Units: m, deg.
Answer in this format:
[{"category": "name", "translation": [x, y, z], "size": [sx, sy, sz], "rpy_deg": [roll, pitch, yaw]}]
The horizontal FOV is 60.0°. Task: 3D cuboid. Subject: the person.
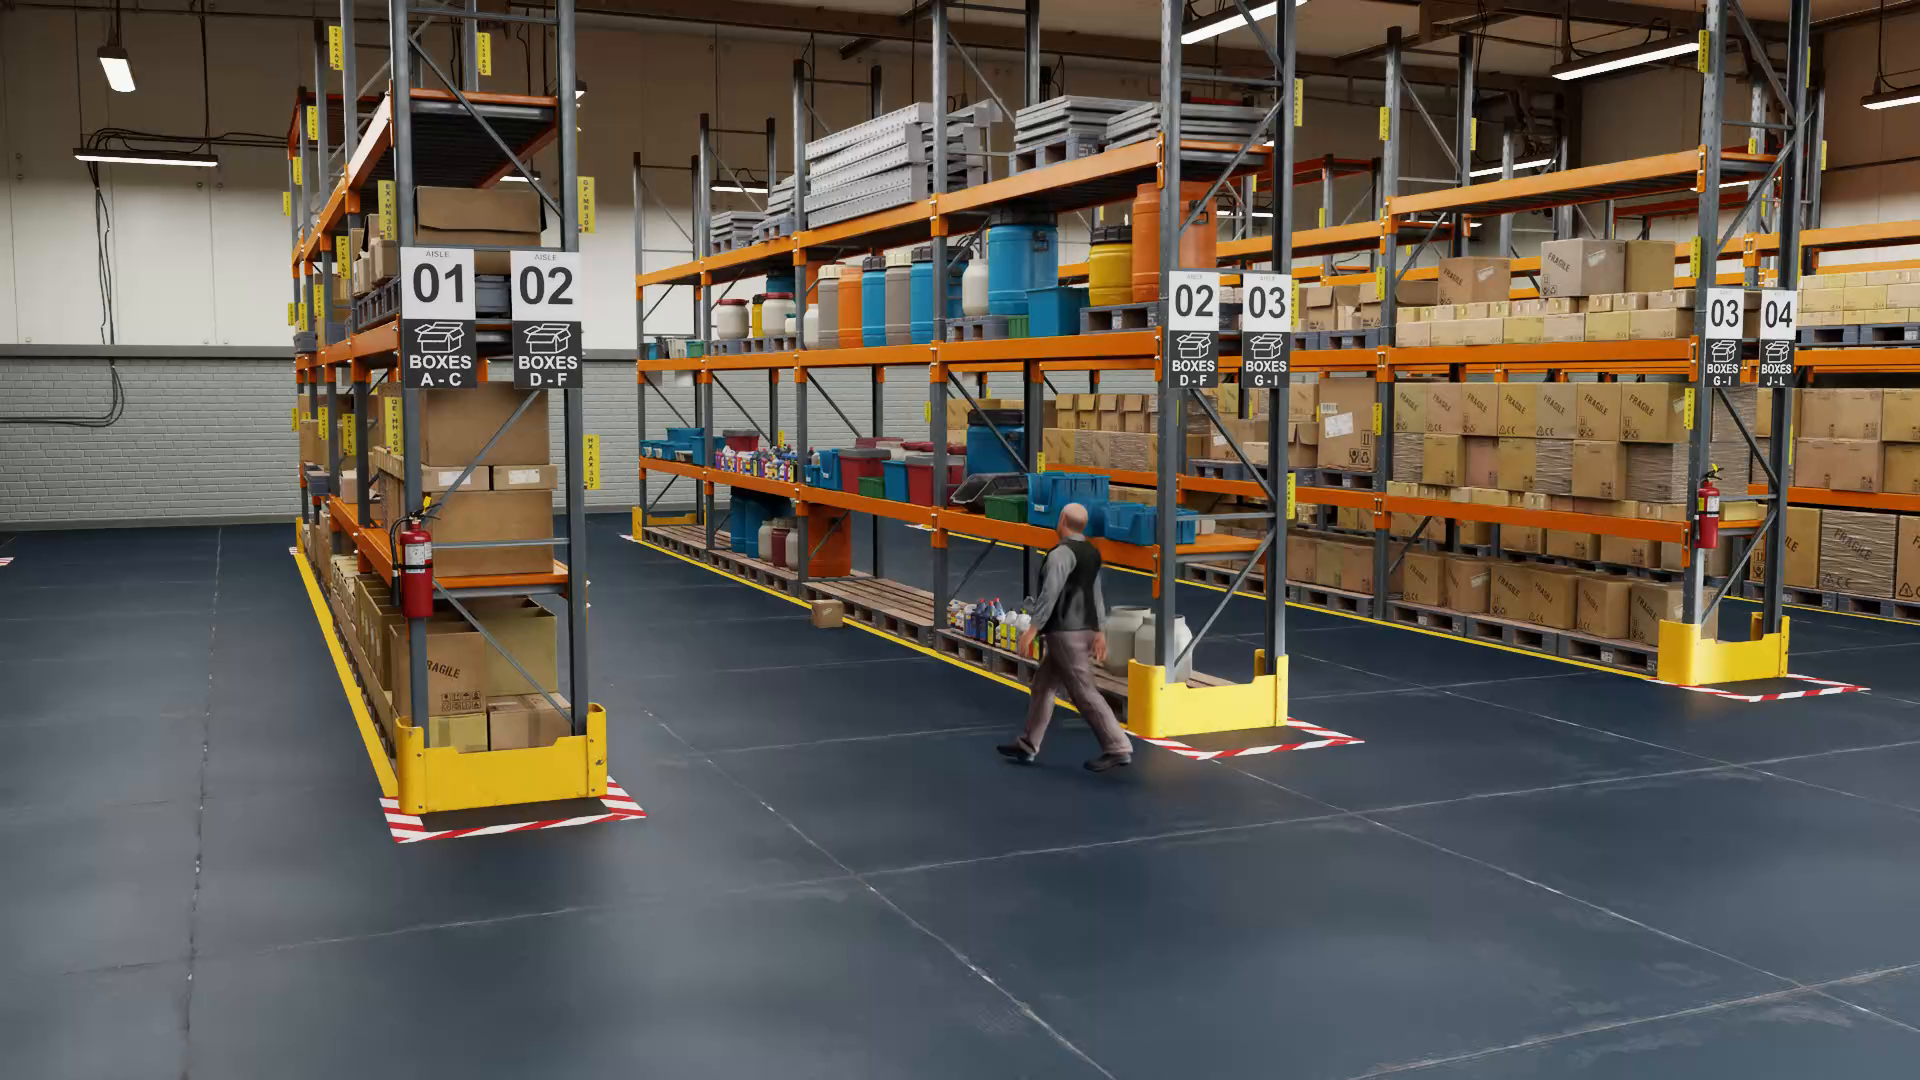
[{"category": "person", "translation": [0.664, 0.608, 10.516], "size": [0.996, 1.680, 0.599], "rpy_deg": [2, 6, 24]}]
